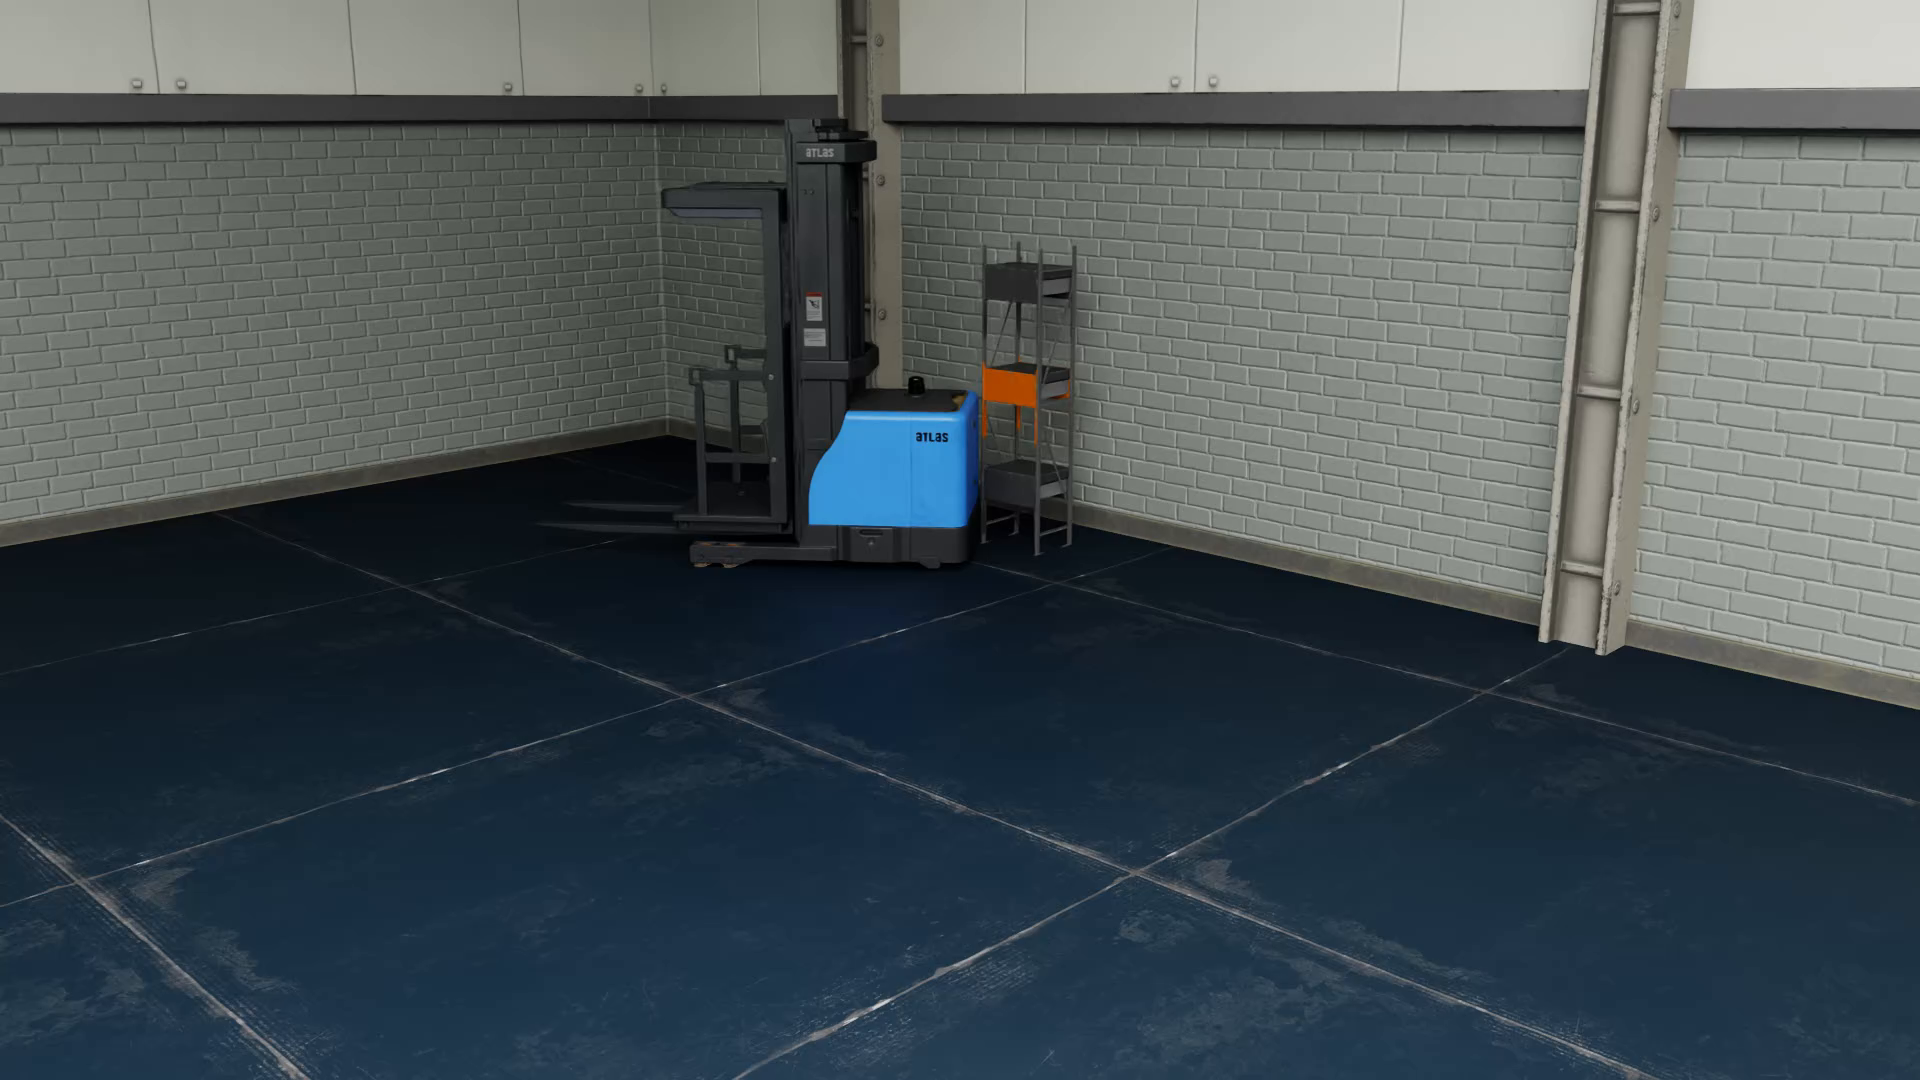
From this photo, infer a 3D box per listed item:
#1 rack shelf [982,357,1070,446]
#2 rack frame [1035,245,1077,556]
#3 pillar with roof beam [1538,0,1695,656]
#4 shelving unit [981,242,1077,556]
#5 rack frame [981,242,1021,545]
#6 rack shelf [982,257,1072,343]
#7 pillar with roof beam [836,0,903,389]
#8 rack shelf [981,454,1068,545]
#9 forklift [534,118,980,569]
[{"bbox_3d":[0.471,-0.969,11.541,0.480,0.518,0.431,12,19,40],"label":"rack shelf"},{"bbox_3d":[0.654,-0.942,11.382,0.015,2.100,0.400,12,19,40],"label":"rack frame"},{"bbox_3d":[0.624,-2.980,5.522,0.400,9.000,9.100,14,20,42],"label":"pillar with roof beam"},{"bbox_3d":[0.471,-0.982,11.538,0.503,2.100,0.431,12,19,40],"label":"shelving unit"},{"bbox_3d":[0.288,-1.023,11.693,0.015,2.100,0.400,12,19,40],"label":"rack frame"},{"bbox_3d":[0.471,-1.646,11.364,0.480,0.518,0.431,12,19,40],"label":"rack shelf"},{"bbox_3d":[-3.695,-4.030,9.552,0.400,9.000,9.100,14,20,42],"label":"pillar with roof beam"},{"bbox_3d":[0.471,-0.292,11.717,0.480,0.518,0.431,12,19,40],"label":"rack shelf"},{"bbox_3d":[-1.407,-1.361,11.341,3.031,2.935,1.130,1,15,5],"label":"forklift"}]
